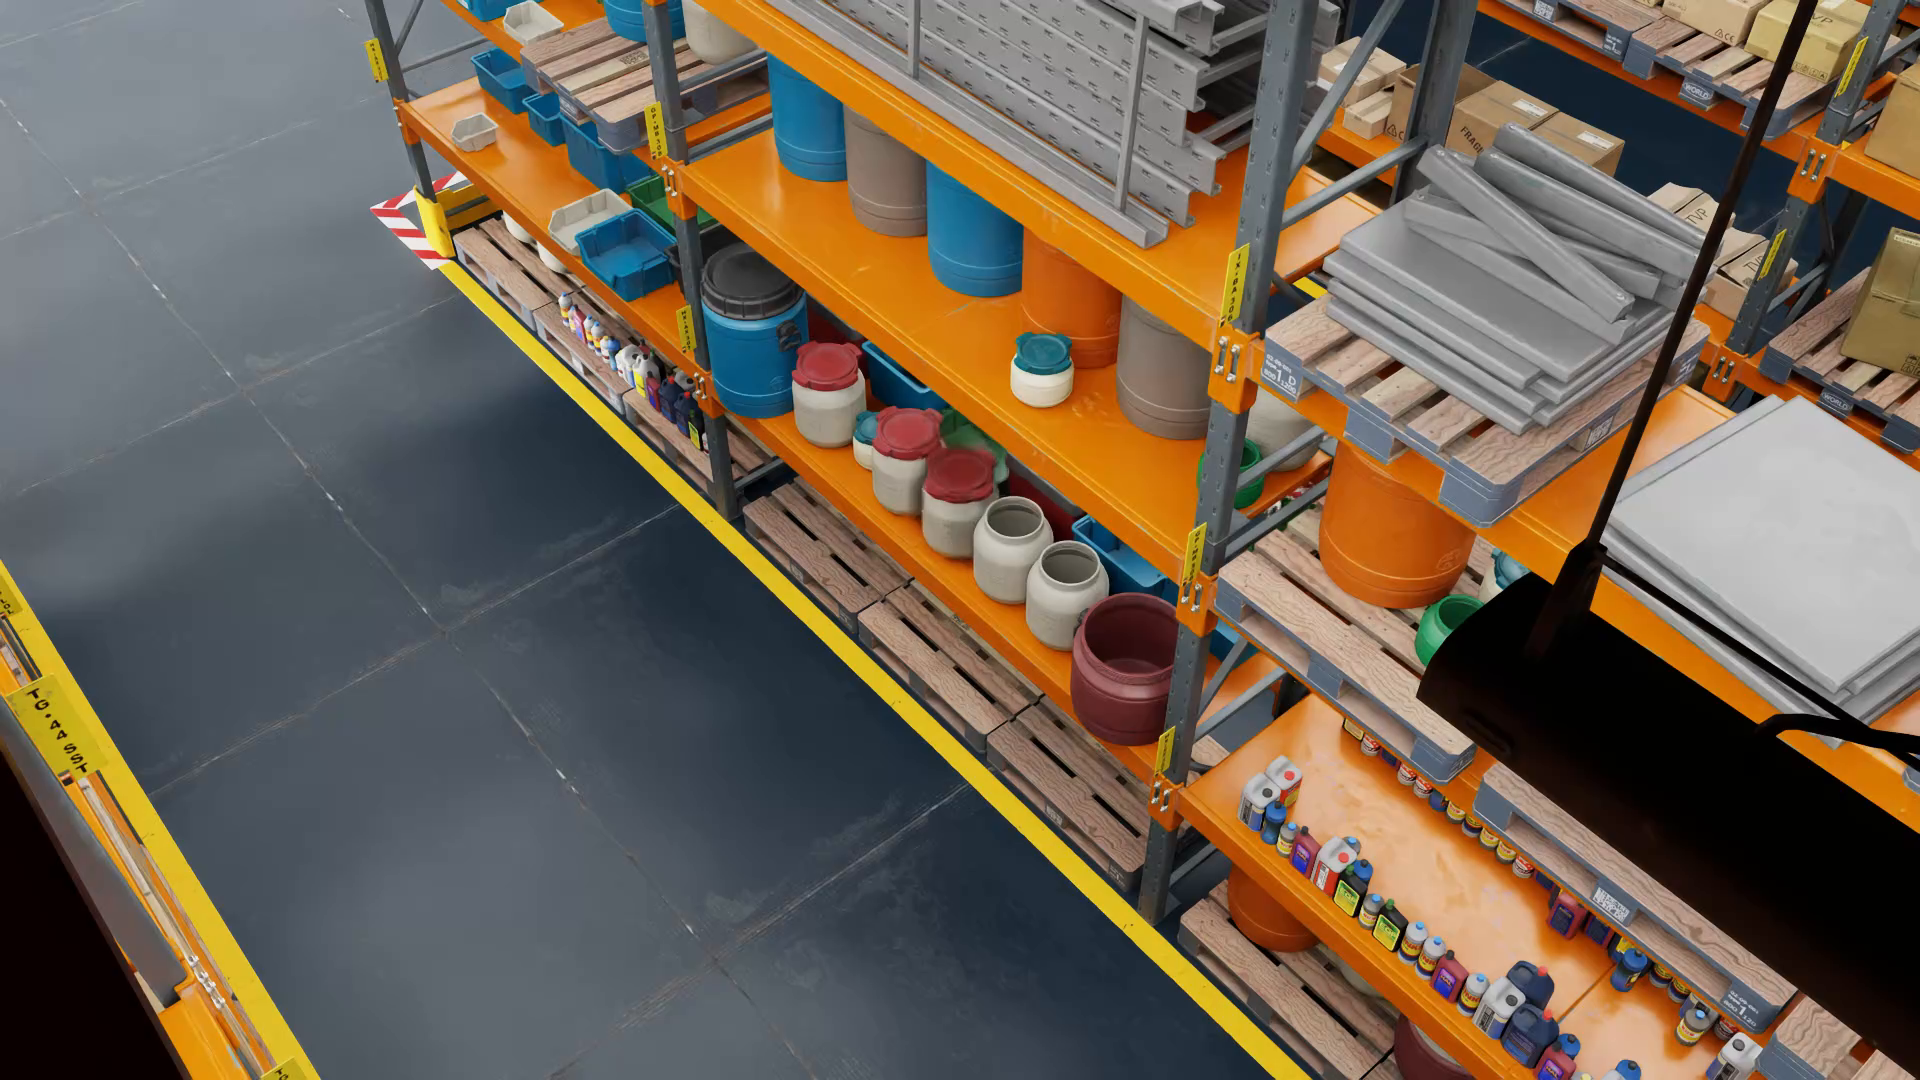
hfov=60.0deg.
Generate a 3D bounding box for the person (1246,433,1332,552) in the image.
[{"bbox_3d":[2.066,-0.321,9.796,0.594,1.747,0.588,-13,48,-12],"label":"person"}]
